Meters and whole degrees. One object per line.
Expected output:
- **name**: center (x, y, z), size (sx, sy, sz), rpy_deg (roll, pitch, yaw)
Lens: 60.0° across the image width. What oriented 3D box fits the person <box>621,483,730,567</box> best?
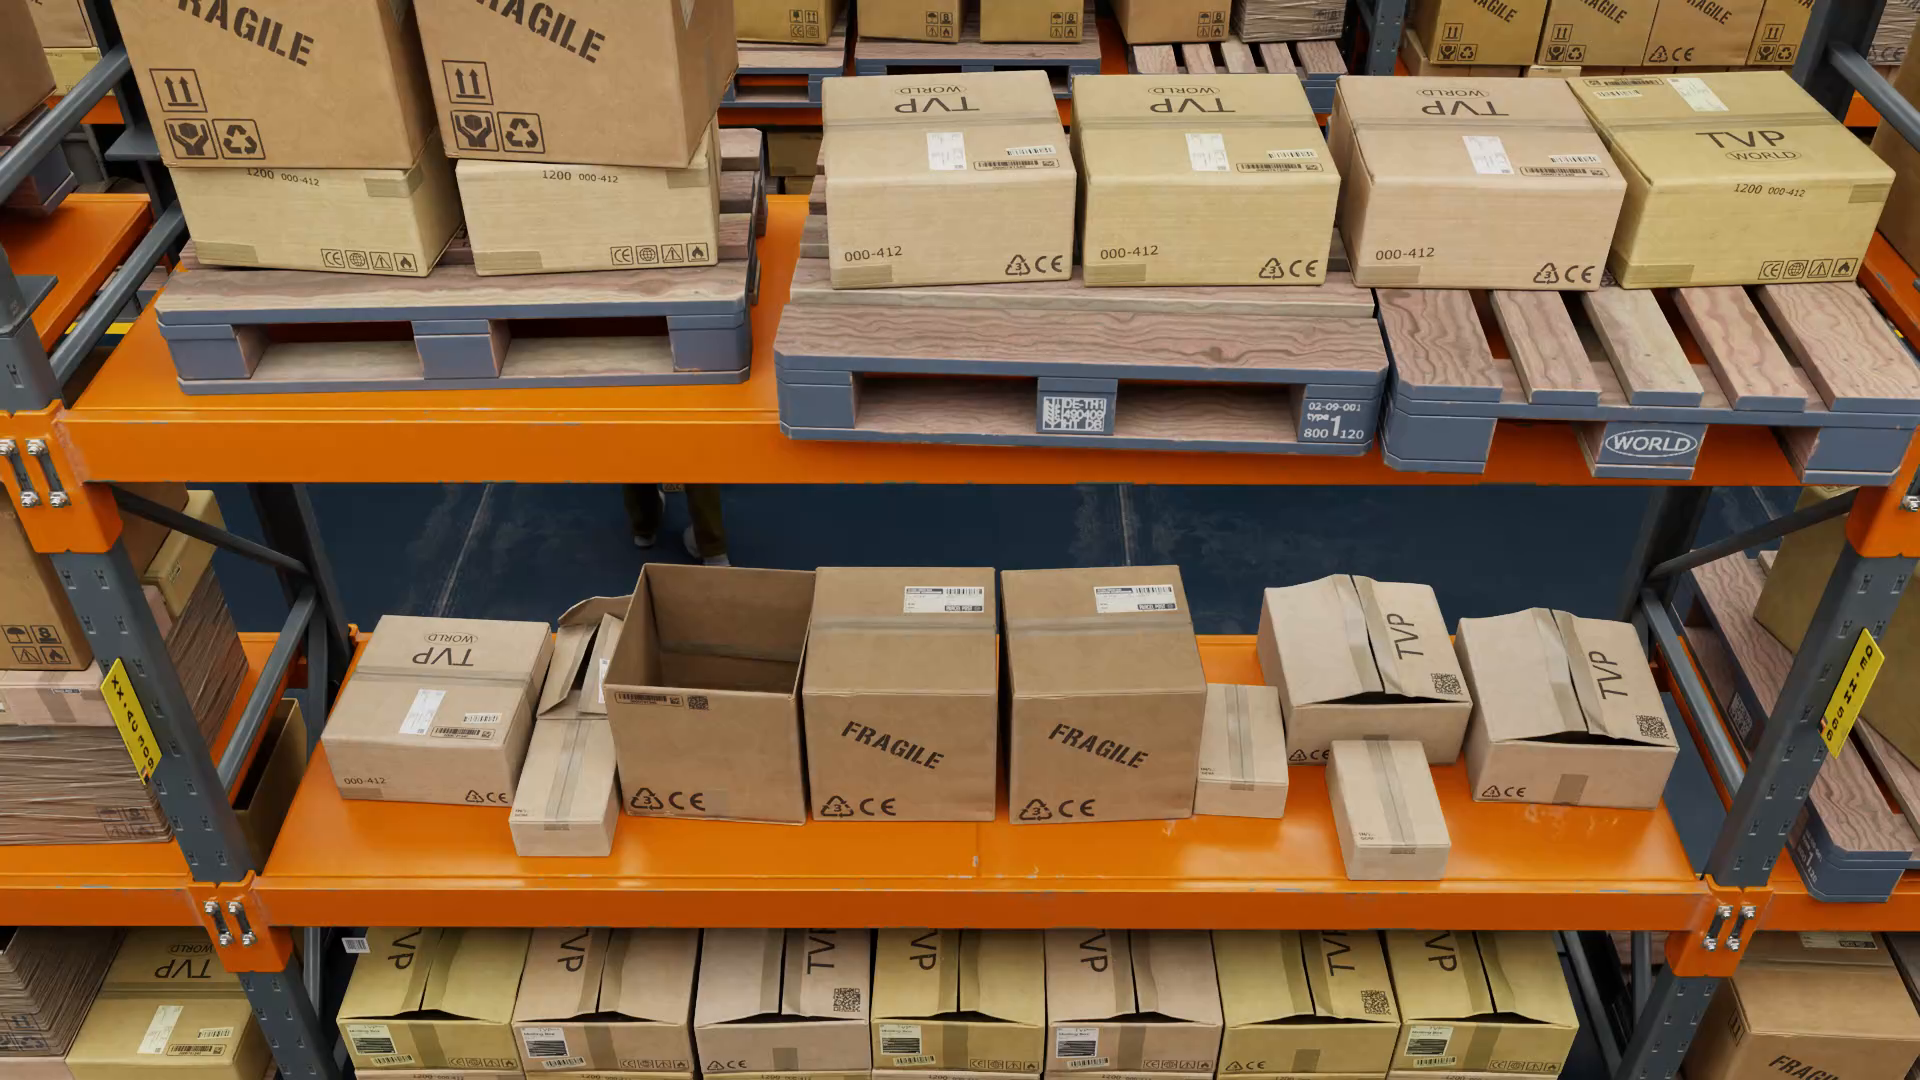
- **person**: center (-1.306, -0.688, 7.015), size (0.616, 1.793, 0.623), rpy_deg (-3, 39, -3)
